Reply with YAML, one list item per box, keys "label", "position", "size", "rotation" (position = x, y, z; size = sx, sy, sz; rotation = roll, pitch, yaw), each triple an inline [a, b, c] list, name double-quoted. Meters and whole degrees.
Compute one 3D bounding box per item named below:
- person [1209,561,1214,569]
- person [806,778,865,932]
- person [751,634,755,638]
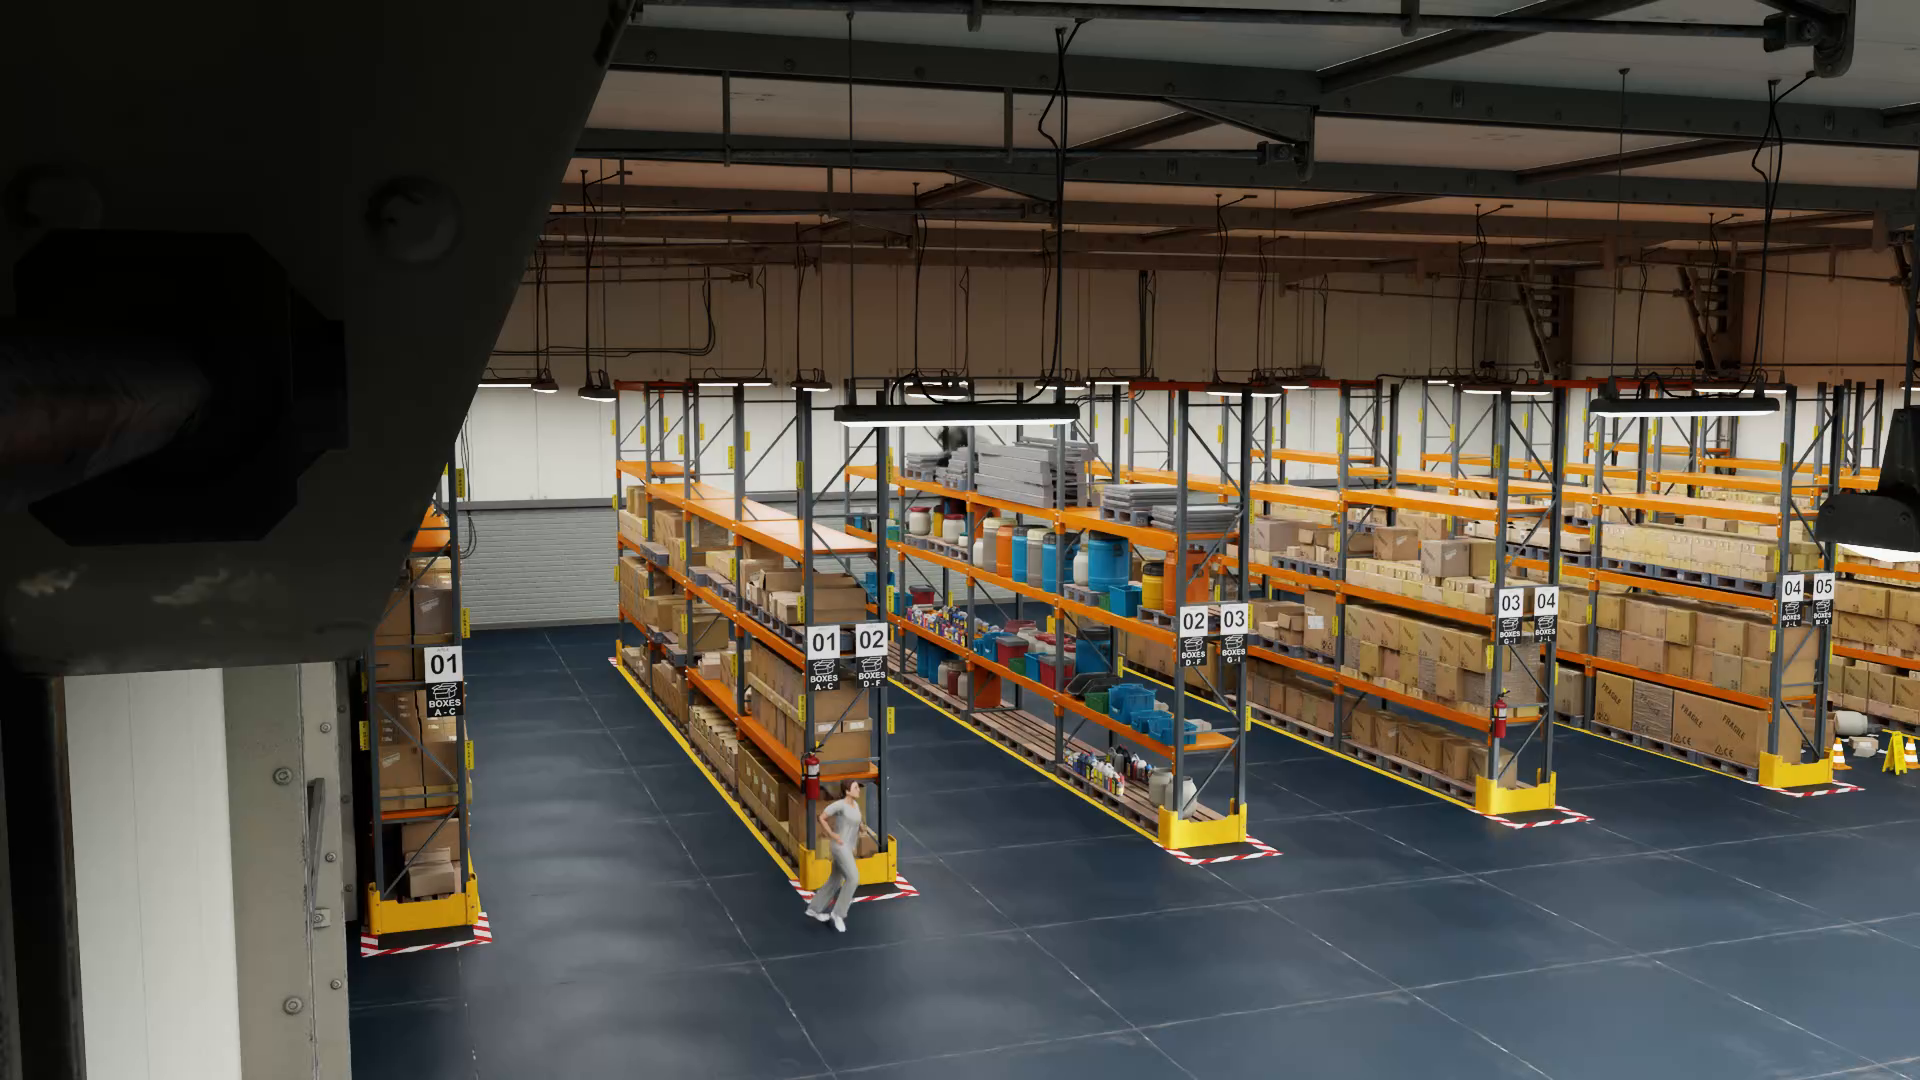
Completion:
- label: "person"
  position: [5.818, 1.283, 39.288]
  size: [0.700, 1.769, 0.929]
  rotation: [1, 6, 7]
- label: "person"
  position: [-1.382, 3.540, 18.876]
  size: [0.663, 1.695, 0.631]
  rotation: [2, 6, 20]
- label: "person"
  position: [-3.924, 1.930, 33.560]
  size: [0.603, 1.550, 0.569]
  rotation: [-3, 7, -29]
